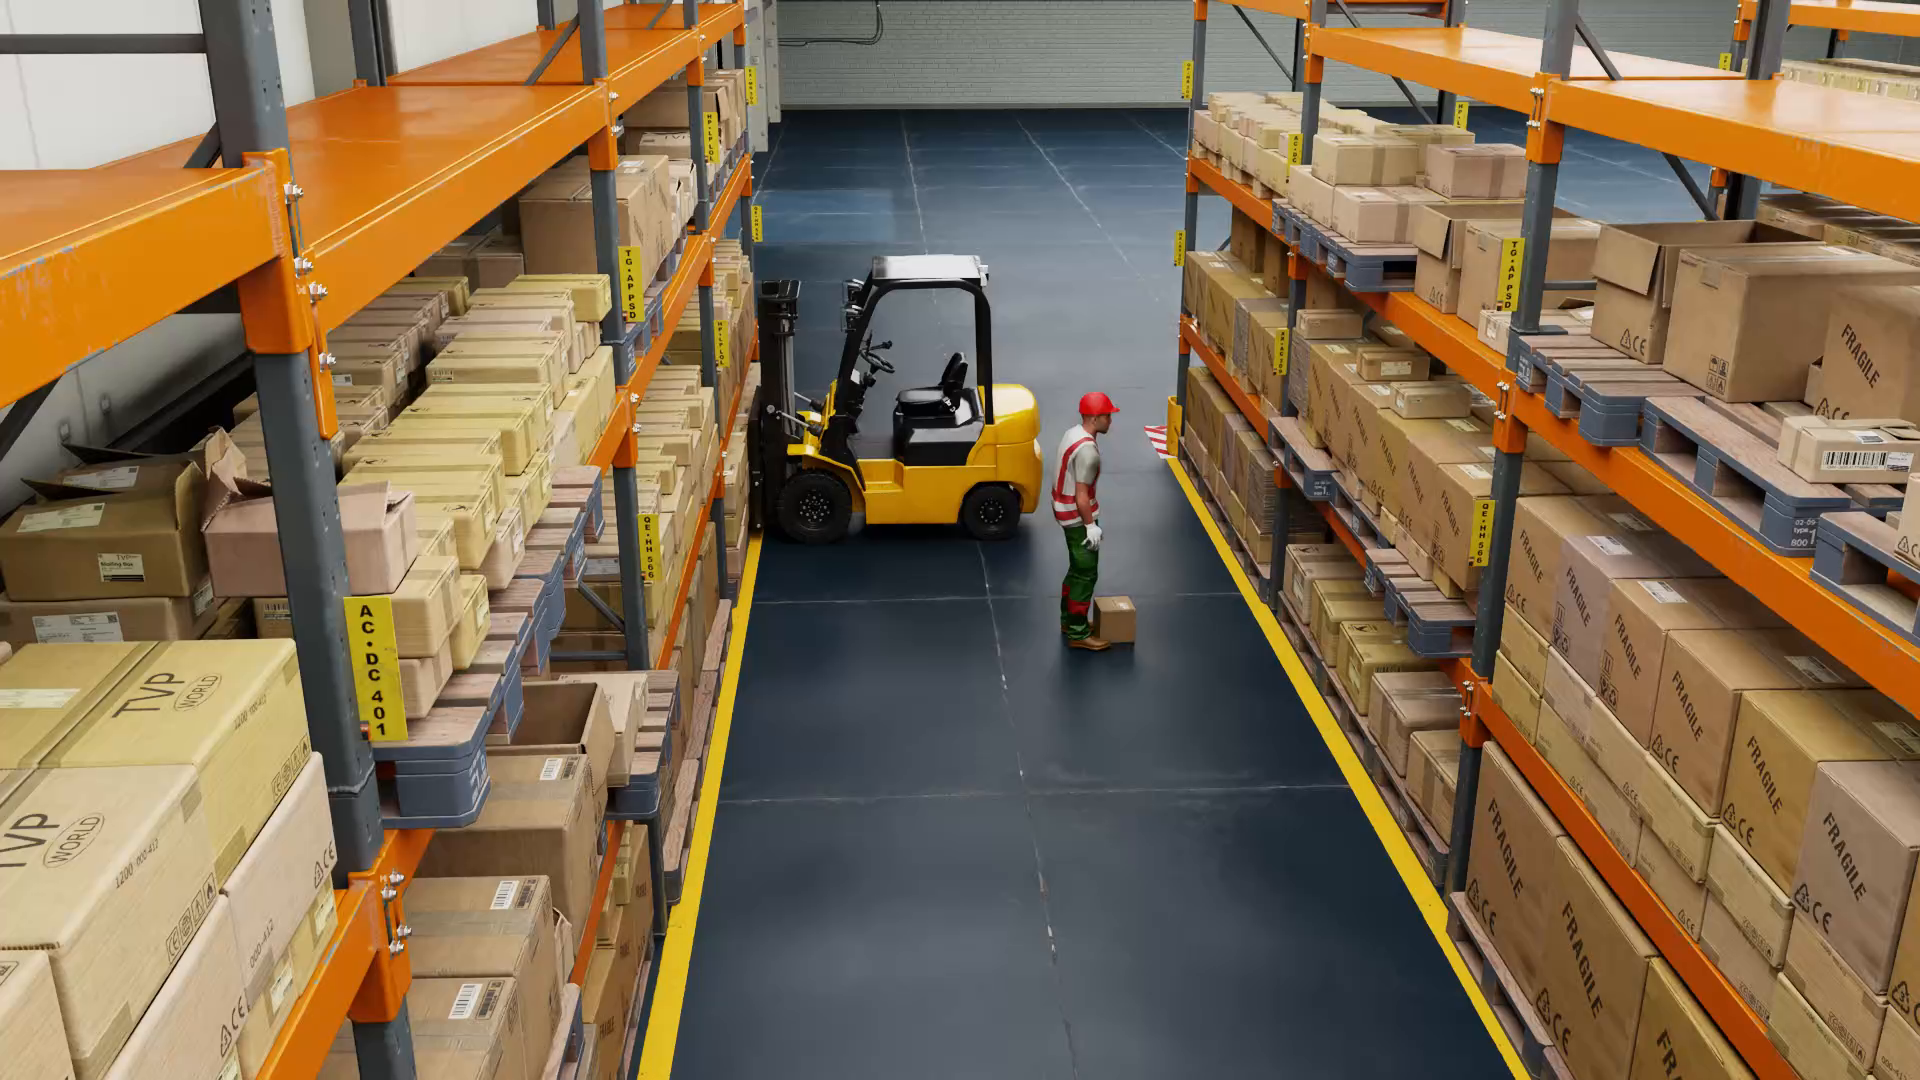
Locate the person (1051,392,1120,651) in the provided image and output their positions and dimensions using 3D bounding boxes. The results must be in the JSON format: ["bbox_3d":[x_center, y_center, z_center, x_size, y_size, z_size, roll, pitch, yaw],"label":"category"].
[{"bbox_3d":[0.859,-0.149,11.458,0.448,1.780,0.609,-1,20,-3],"label":"person"}]
